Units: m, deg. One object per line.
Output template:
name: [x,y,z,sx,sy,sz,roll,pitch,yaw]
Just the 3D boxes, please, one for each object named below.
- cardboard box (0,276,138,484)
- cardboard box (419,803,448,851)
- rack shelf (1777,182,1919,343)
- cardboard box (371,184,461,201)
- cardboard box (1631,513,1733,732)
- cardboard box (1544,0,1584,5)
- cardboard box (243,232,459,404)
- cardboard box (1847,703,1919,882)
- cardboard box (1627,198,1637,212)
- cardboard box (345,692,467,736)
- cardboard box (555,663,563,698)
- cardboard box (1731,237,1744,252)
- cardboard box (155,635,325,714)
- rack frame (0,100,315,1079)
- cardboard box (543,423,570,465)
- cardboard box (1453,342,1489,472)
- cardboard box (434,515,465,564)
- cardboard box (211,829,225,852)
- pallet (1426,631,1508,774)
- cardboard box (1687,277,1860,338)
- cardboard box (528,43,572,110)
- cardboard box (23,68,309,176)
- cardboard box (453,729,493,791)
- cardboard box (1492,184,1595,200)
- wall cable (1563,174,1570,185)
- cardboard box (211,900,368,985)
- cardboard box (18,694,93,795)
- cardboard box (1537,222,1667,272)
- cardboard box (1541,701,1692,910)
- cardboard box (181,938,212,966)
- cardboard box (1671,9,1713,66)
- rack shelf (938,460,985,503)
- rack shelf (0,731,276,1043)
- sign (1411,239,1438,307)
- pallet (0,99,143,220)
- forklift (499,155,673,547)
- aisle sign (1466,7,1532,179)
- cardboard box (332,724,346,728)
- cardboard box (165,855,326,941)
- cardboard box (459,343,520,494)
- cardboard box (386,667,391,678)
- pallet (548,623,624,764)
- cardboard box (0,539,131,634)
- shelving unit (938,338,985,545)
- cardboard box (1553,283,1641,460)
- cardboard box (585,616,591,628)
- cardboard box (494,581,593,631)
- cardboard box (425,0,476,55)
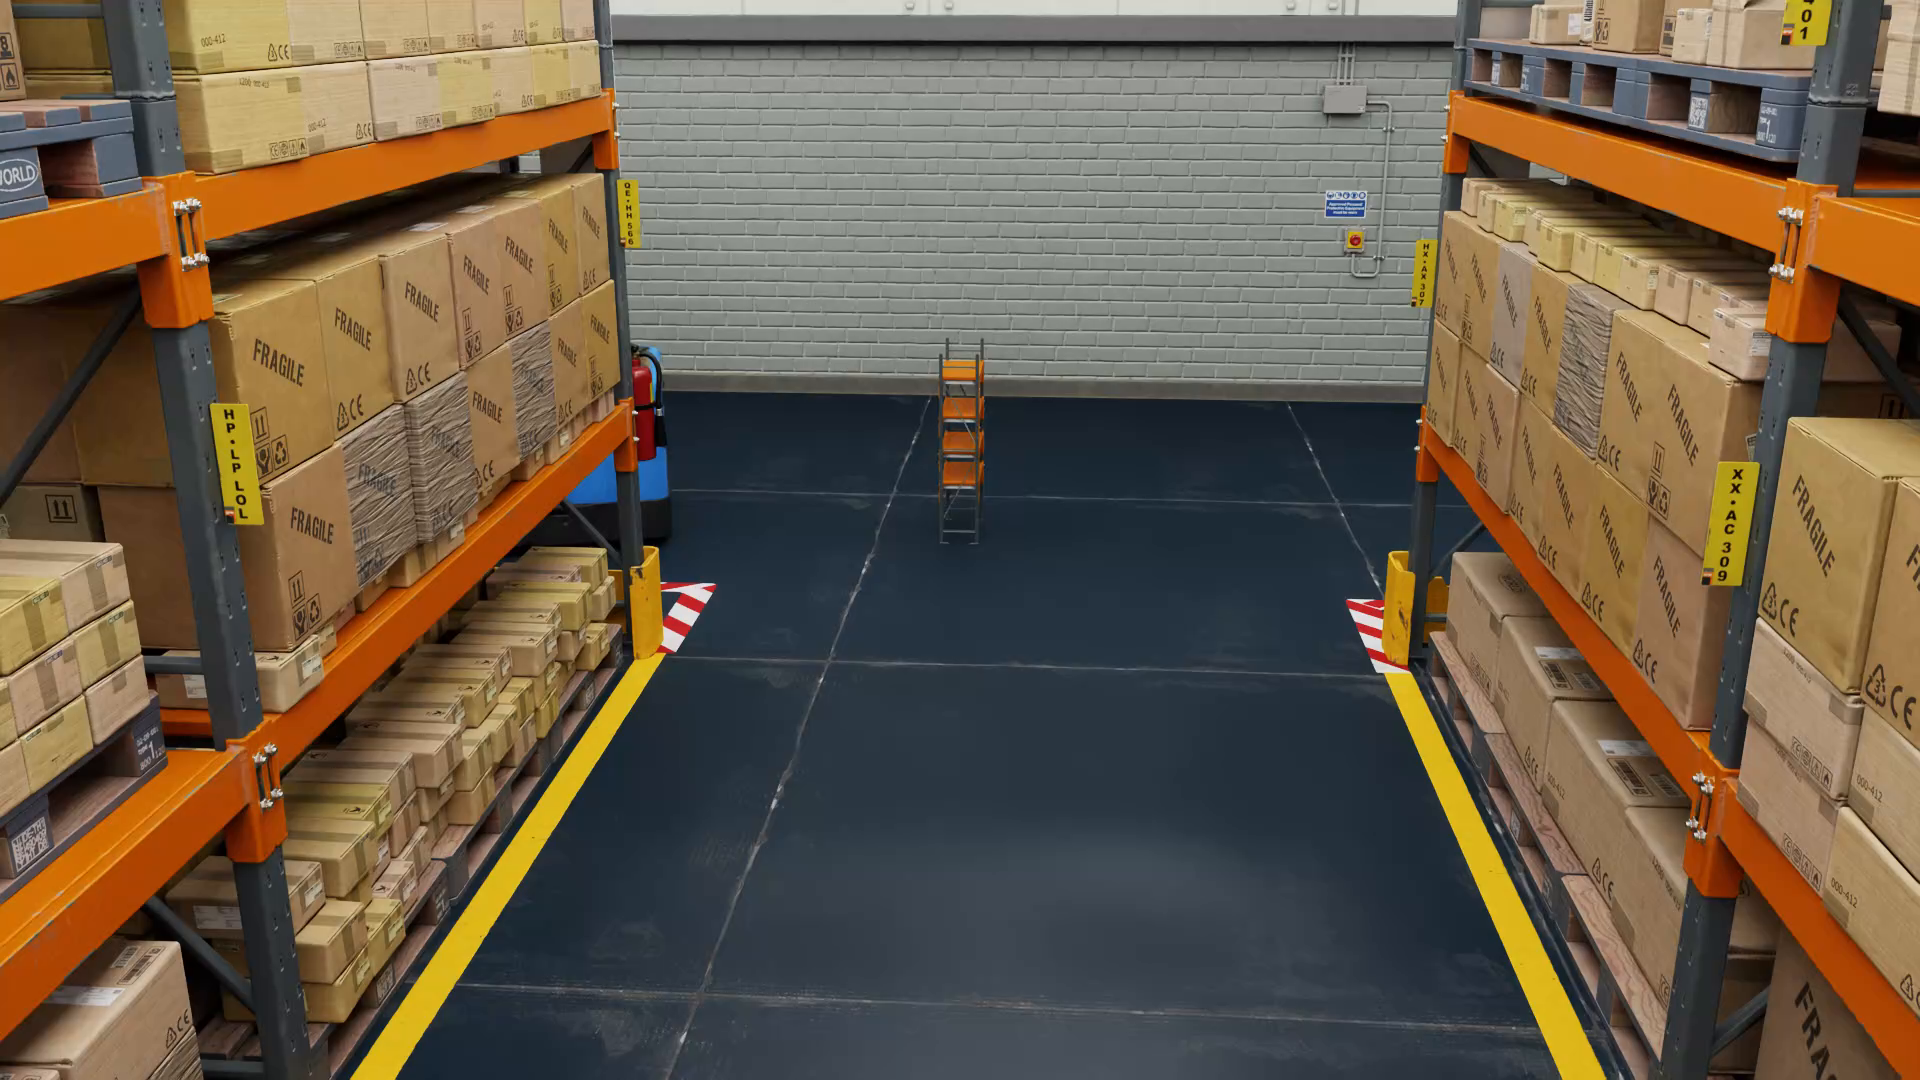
cardboard box: [-2.679,-0.473,4.807,0.500,0.500,0.500,1,18,2]
cardboard box: [-2.158,1.067,6.255,0.380,0.149,0.250,1,18,2]
rack shelf: [2.359,-0.041,2.068,1.077,0.370,4.000,1,18,4]
cardboard box: [-2.483,-1.273,7.248,0.500,0.500,0.500,2,18,6]
cardboard box: [2.280,0.224,4.760,0.500,0.500,0.500,1,18,4]
cardboard box: [2.846,-2.280,7.153,0.500,0.250,0.500,0,18,-1]
cardboard box: [-2.078,-0.773,5.722,0.500,0.500,0.500,2,18,5]
cardboard box: [2.180,0.548,3.370,0.500,0.250,0.500,2,18,5]
cardboard box: [3.034,-1.374,6.991,0.380,0.149,0.250,1,18,3]
cardboard box: [-2.131,0.704,6.407,0.380,0.149,0.250,1,18,2]
cardboard box: [-2.013,0.663,7.487,0.380,0.149,0.250,1,18,4]
cardboard box: [2.911,-0.974,5.770,0.380,0.149,0.250,1,18,4]
cardboard box: [-2.096,0.381,4.846,0.380,0.149,0.250,2,18,6]
rack frame: [-2.443,0.343,4.560,1.000,3.000,0.127,1,18,4]
cardboard box: [-1.951,-0.438,7.347,0.380,0.149,0.250,2,18,5]
cardboard box: [2.459,-0.568,7.178,0.500,0.500,0.500,1,18,3]
cardboard box: [-2.050,-0.029,6.097,0.380,0.149,0.250,2,18,6]
cardboard box: [-2.687,0.941,5.682,0.380,0.149,0.250,1,18,3]
pallet: [2.809,0.755,7.781,1.003,0.211,1.213,1,18,4]
cardboard box: [2.361,-0.669,4.838,0.380,0.149,0.250,1,18,4]
cardboard box: [-1.954,-1.948,6.975,0.500,0.250,0.500,1,18,4]
cardboard box: [-2.146,-1.149,4.537,0.500,0.250,0.500,2,18,7]
cardboard box: [-2.041,0.848,6.443,0.380,0.149,0.250,1,18,3]
cardboard box: [2.539,-1.464,7.267,0.380,0.149,0.250,2,18,5]
wall cable: [4.585,-3.027,13.213,0.588,1.984,0.122,1,18,4]
cardboard box: [-2.097,1.251,5.214,0.380,0.149,0.250,2,18,6]
cardboard box: [-2.292,0.471,3.898,0.380,0.149,0.250,1,18,4]
cardboard box: [2.334,-1.067,6.053,0.380,0.149,0.250,1,18,3]
cardboard box: [2.718,0.969,6.089,0.875,0.438,0.875,1,18,2]
cardboard box: [-2.652,1.290,5.574,0.380,0.149,0.250,2,18,5]
cardboard box: [2.247,-1.419,4.688,0.380,0.149,0.250,2,18,5]
rack shelf: [0.012,-0.369,10.476,0.258,0.148,0.480,1,18,4]
rack shelf: [-2.586,1.306,2.777,1.077,0.370,4.000,1,18,4]
sign: [2.236,-1.284,8.007,0.100,0.325,0.005,1,18,4]
pallet: [-2.593,-0.804,3.545,1.213,0.211,1.003,1,18,4]
forklift: [-3.354,-1.420,10.050,3.031,2.935,1.130,-3,18,-10]
aisle sign: [2.505,-2.085,7.793,0.394,0.787,0.004,1,18,4]
cardboard box: [-2.513,0.764,6.702,0.380,0.149,0.250,2,18,7]
cardboard box: [-2.211,1.113,5.159,0.380,0.149,0.250,2,18,6]
cardboard box: [-2.046,-0.471,6.405,0.500,0.500,0.500,2,18,7]
cardboard box: [-2.607,0.537,6.915,0.380,0.149,0.250,2,18,5]
pallet: [-2.255,0.701,7.946,1.003,0.211,1.213,1,18,4]
cardboard box: [-2.277,0.109,4.048,0.380,0.149,0.250,2,18,6]
shelving unit: [0.012,-0.622,10.393,0.258,1.200,0.503,1,18,4]
cardboard box: [2.332,-0.569,5.577,0.500,0.500,0.500,2,18,5]
cardboard box: [-1.982,0.364,7.920,0.380,0.149,0.250,1,18,3]
cardboard box: [-1.908,0.303,7.630,0.380,0.149,0.250,1,18,3]
cardboard box: [-2.058,-1.868,5.928,0.500,0.250,0.500,0,18,2]
